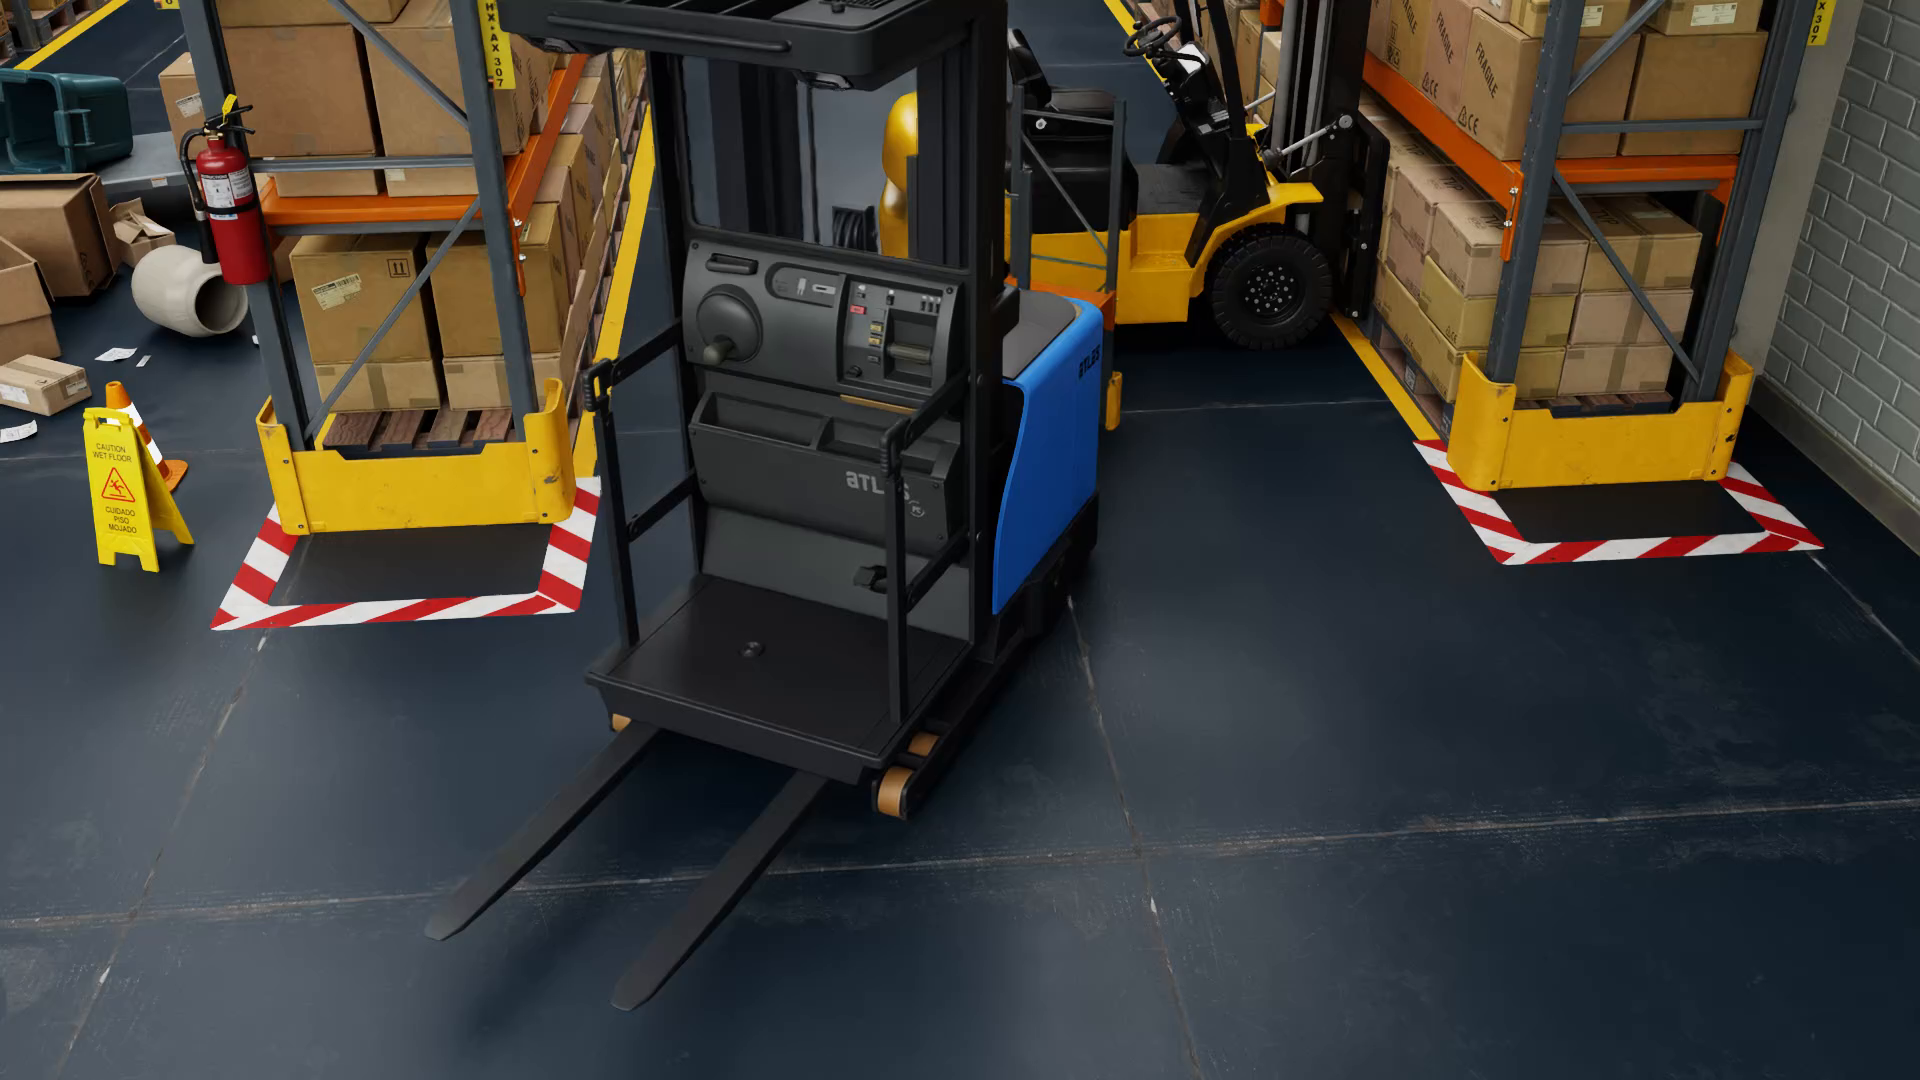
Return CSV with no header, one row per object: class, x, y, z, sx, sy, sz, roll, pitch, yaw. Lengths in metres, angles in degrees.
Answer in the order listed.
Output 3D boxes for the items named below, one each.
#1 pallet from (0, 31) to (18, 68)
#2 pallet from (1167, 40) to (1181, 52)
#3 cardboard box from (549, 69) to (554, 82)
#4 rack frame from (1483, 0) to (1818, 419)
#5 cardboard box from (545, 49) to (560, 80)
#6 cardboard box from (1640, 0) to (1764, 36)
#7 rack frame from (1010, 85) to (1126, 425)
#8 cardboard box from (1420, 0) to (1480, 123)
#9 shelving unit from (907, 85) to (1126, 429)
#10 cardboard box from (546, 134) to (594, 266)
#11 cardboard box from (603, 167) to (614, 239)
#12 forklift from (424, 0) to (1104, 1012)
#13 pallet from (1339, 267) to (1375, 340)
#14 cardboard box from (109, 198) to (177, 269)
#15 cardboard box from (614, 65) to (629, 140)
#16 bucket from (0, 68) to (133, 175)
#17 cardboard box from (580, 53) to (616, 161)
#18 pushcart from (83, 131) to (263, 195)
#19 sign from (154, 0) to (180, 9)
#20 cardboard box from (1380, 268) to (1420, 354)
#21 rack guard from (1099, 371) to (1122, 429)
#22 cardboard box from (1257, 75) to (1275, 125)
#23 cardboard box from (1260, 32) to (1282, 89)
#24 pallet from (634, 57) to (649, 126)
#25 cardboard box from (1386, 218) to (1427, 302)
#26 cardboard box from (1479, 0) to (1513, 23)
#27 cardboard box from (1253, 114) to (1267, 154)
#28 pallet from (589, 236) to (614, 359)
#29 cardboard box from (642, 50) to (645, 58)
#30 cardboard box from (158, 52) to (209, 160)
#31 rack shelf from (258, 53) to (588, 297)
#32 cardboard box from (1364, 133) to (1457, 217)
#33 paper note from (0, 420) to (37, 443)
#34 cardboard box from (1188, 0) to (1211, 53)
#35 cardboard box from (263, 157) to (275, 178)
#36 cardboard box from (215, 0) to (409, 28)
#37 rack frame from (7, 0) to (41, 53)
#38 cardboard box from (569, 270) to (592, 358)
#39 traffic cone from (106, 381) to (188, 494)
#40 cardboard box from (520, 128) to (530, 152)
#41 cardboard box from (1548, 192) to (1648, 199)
pallet,-7.873,-3.574,12.528,1.003,0.211,1.213,-3,31,-5
pallet,2.138,-3.465,12.346,1.003,0.211,1.213,-3,31,-5
cardboard box,-2.127,-2.255,7.846,0.380,0.149,0.250,-4,31,-6
rack frame,2.737,-1.622,6.540,1.000,3.000,0.127,-3,31,-5
cardboard box,-2.073,-2.332,7.341,0.500,0.500,0.500,-3,31,-6
cardboard box,2.963,-2.129,6.658,0.380,0.149,0.250,-4,31,-6
rack frame,0.456,-1.229,7.345,0.500,1.500,0.032,13,33,21
cardboard box,2.390,-2.169,7.358,0.500,0.500,0.500,-2,31,-3
shelving unit,0.249,-0.996,6.955,0.587,1.500,1.083,13,33,21
cardboard box,-2.100,-1.664,8.151,0.500,0.500,0.500,-2,31,-4
cardboard box,-2.196,-1.864,9.217,0.500,0.250,0.500,-4,31,-6
forklift,-0.527,-0.630,4.946,1.130,2.935,3.031,13,33,21
pallet,2.513,-1.434,8.945,1.003,0.211,1.213,-3,31,-5
cardboard box,-4.639,-1.732,9.390,0.396,0.266,0.258,27,40,37
cardboard box,-2.630,-2.744,10.572,0.950,0.372,0.625,-2,31,-4
bucket,-5.189,-2.424,9.592,0.726,0.611,0.620,8,22,13
cardboard box,-2.256,-2.457,9.478,0.500,0.500,0.500,-3,31,-5
pushcart,-4.844,-2.164,10.004,1.648,0.377,0.936,-14,33,-22
sign,-2.759,-1.998,5.733,0.100,0.325,0.005,-3,31,-5
cardboard box,2.341,-1.101,7.939,0.500,0.250,0.500,-3,31,-5
rack guard,0.455,-0.692,7.665,0.587,0.250,0.087,13,33,21
cardboard box,2.101,-2.617,9.990,0.500,0.250,0.500,-3,31,-5
cardboard box,2.096,-2.831,9.861,0.500,0.250,0.500,-3,31,-5
pallet,-2.770,-3.249,11.983,1.003,0.211,1.213,-3,31,-5
cardboard box,2.344,-1.326,7.829,0.500,0.250,0.500,-3,31,-5
cardboard box,2.372,-2.236,6.838,0.380,0.149,0.250,-2,31,-4
cardboard box,2.079,-2.401,10.116,0.500,0.250,0.500,-2,31,-4
pallet,-2.363,-1.261,8.656,1.003,0.211,1.213,-3,31,-5
cardboard box,-2.832,-3.853,12.429,0.950,0.372,0.625,-3,31,-6
cardboard box,-4.348,-2.575,9.836,0.500,0.500,0.500,-3,31,-5
rack shelf,-2.392,-2.094,8.032,1.077,0.370,4.000,-3,31,-5
cardboard box,2.273,-1.788,8.116,0.500,0.250,0.500,-2,31,-4
paper note,-4.275,-0.495,7.548,0.148,0.019,0.142,-14,33,-22
cardboard box,2.166,-3.871,12.211,0.875,0.625,0.625,-4,31,-7
cardboard box,-2.587,-1.579,6.713,0.380,0.149,0.250,-3,31,-5
cardboard box,-2.470,-2.232,6.199,0.700,0.500,0.500,-3,31,-6
rack frame,-7.871,-5.178,12.493,1.000,3.000,0.127,-3,31,-5
cardboard box,-2.045,-1.068,7.884,0.500,0.250,0.500,-2,31,-3
traffic cone,-3.529,-0.451,7.053,0.336,0.463,0.334,-3,31,-5
cardboard box,-2.012,-1.725,6.958,0.380,0.149,0.250,-4,31,-6
cardboard box,2.830,-1.560,7.734,0.500,0.250,0.500,-3,31,-5
